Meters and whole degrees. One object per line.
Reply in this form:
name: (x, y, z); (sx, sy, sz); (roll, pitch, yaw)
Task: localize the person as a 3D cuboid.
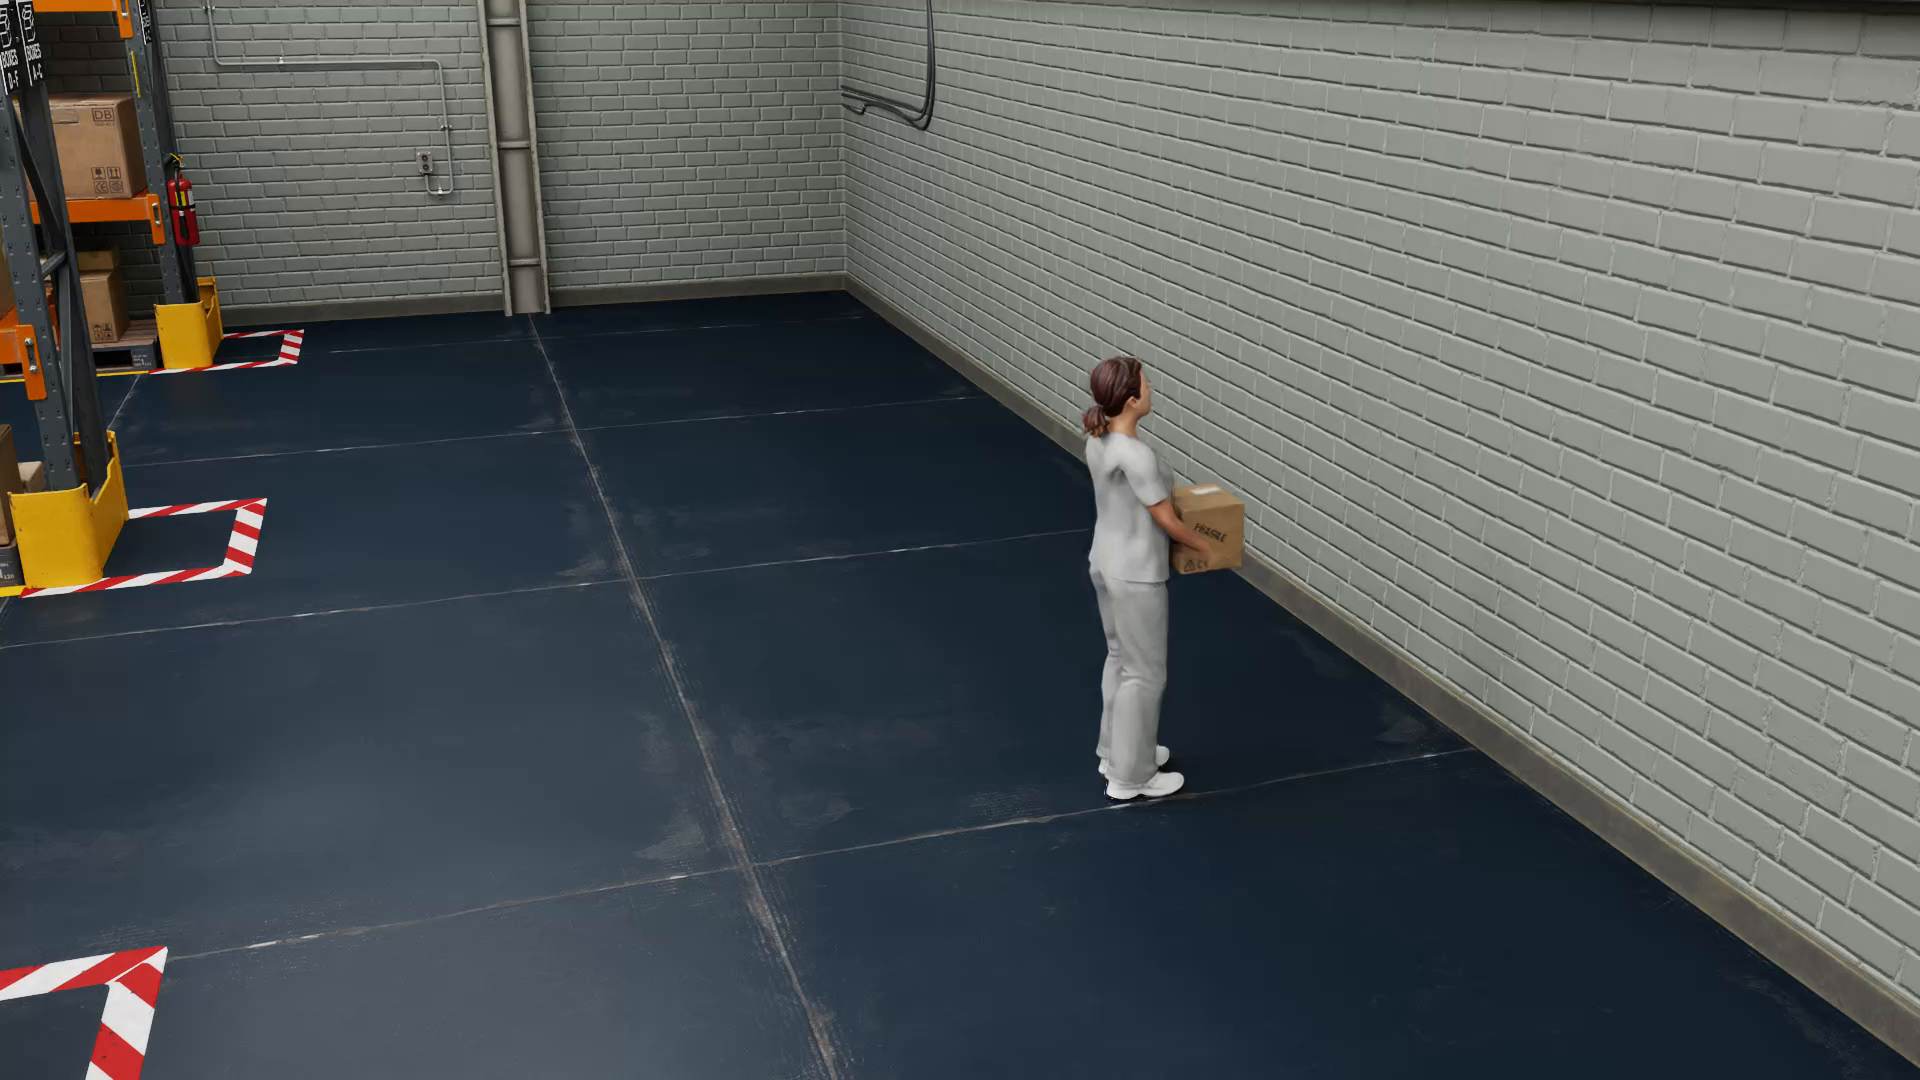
person: (0.696, 0.124, 6.222); (0.548, 1.669, 0.443); (-7, 20, -18)
